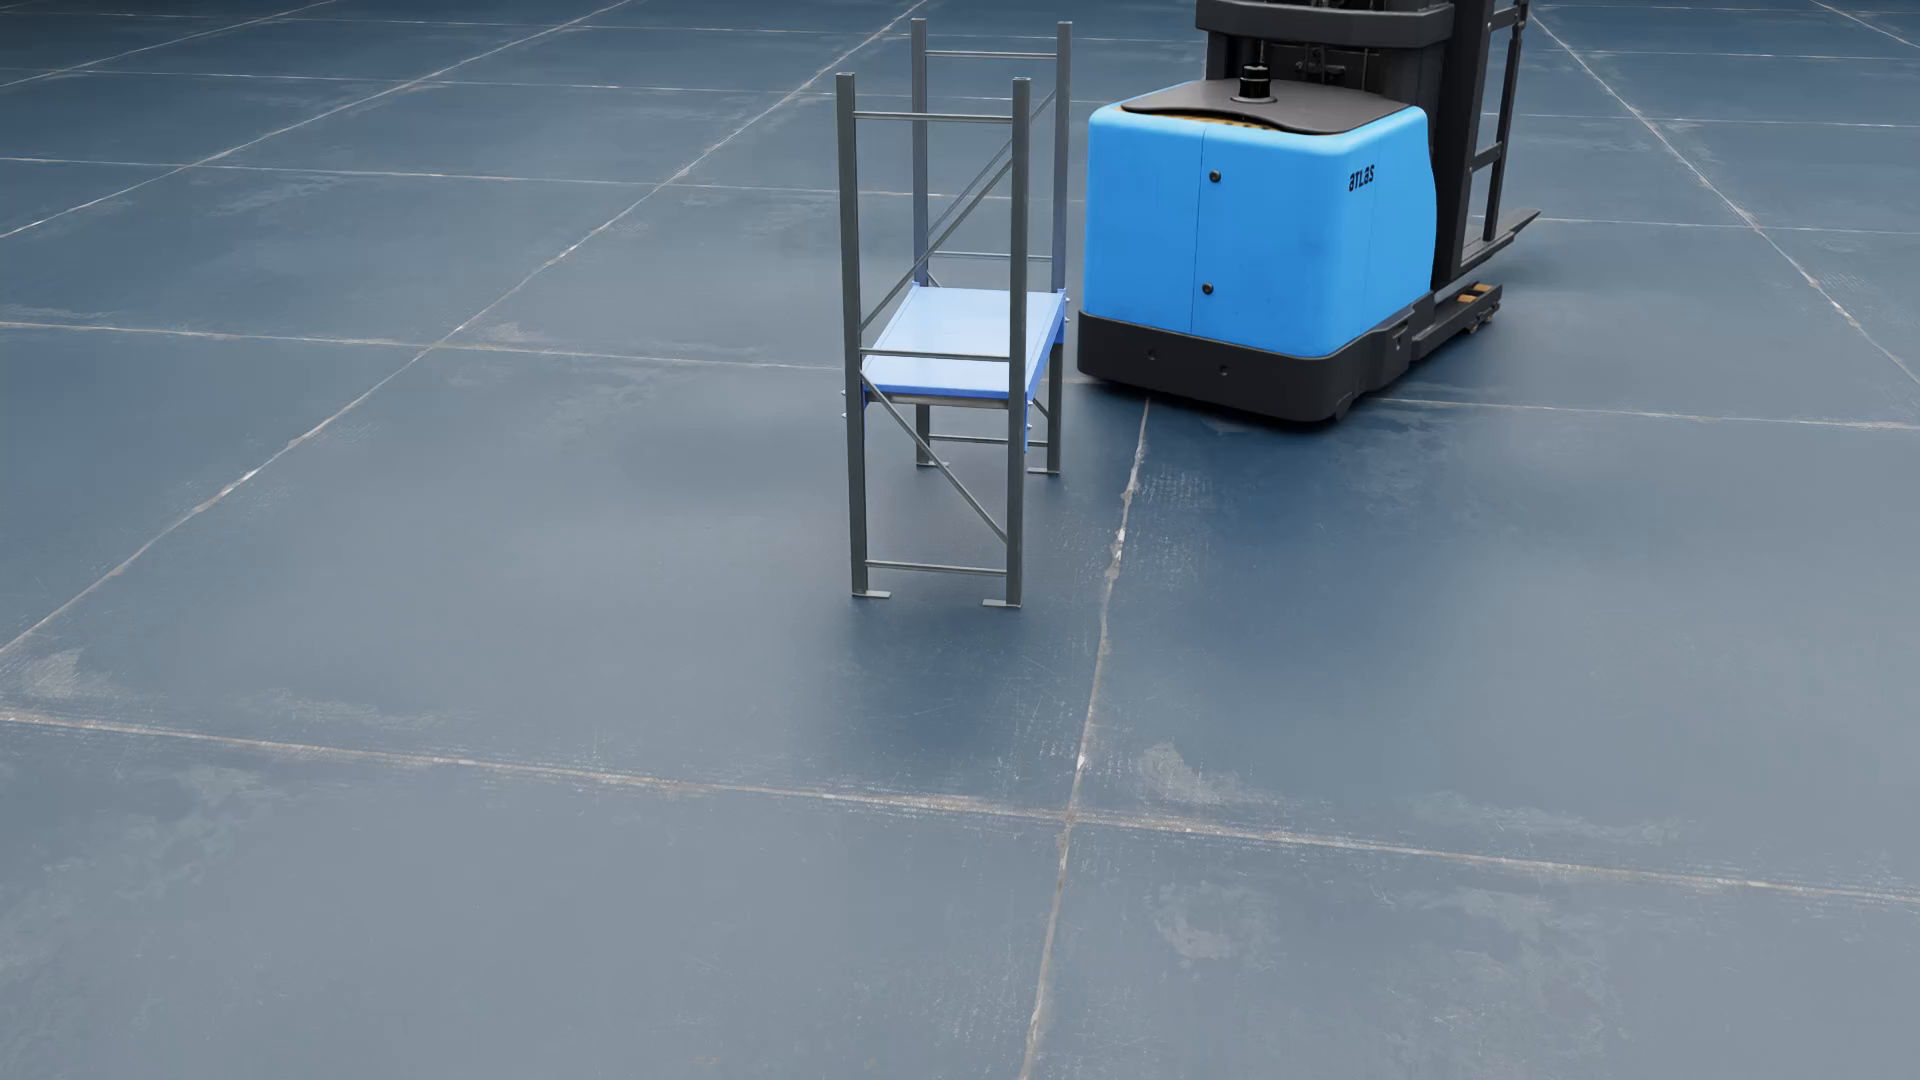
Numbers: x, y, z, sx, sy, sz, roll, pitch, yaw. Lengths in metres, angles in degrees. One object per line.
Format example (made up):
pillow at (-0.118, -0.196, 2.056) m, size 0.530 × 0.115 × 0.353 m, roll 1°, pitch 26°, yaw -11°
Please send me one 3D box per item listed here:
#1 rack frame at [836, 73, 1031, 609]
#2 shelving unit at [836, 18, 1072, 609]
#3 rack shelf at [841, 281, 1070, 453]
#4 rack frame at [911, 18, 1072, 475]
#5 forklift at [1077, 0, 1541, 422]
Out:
rack frame at (-0.069, -0.502, 4.554) m, size 0.500 × 1.500 × 0.032 m, roll 4°, pitch 25°, yaw 9°
shelving unit at (0.014, -0.715, 5.008) m, size 0.538 × 1.500 × 1.048 m, roll 4°, pitch 25°, yaw 9°
rack shelf at (0.014, -0.552, 5.085) m, size 0.538 × 0.185 × 1.000 m, roll 4°, pitch 25°, yaw 9°
rack frame at (0.097, -0.928, 5.462) m, size 0.500 × 1.500 × 0.032 m, roll 4°, pitch 25°, yaw 9°
forklift at (1.719, -2.320, 6.750) m, size 1.130 × 2.935 × 3.031 m, roll 17°, pitch 30°, yaw 32°
